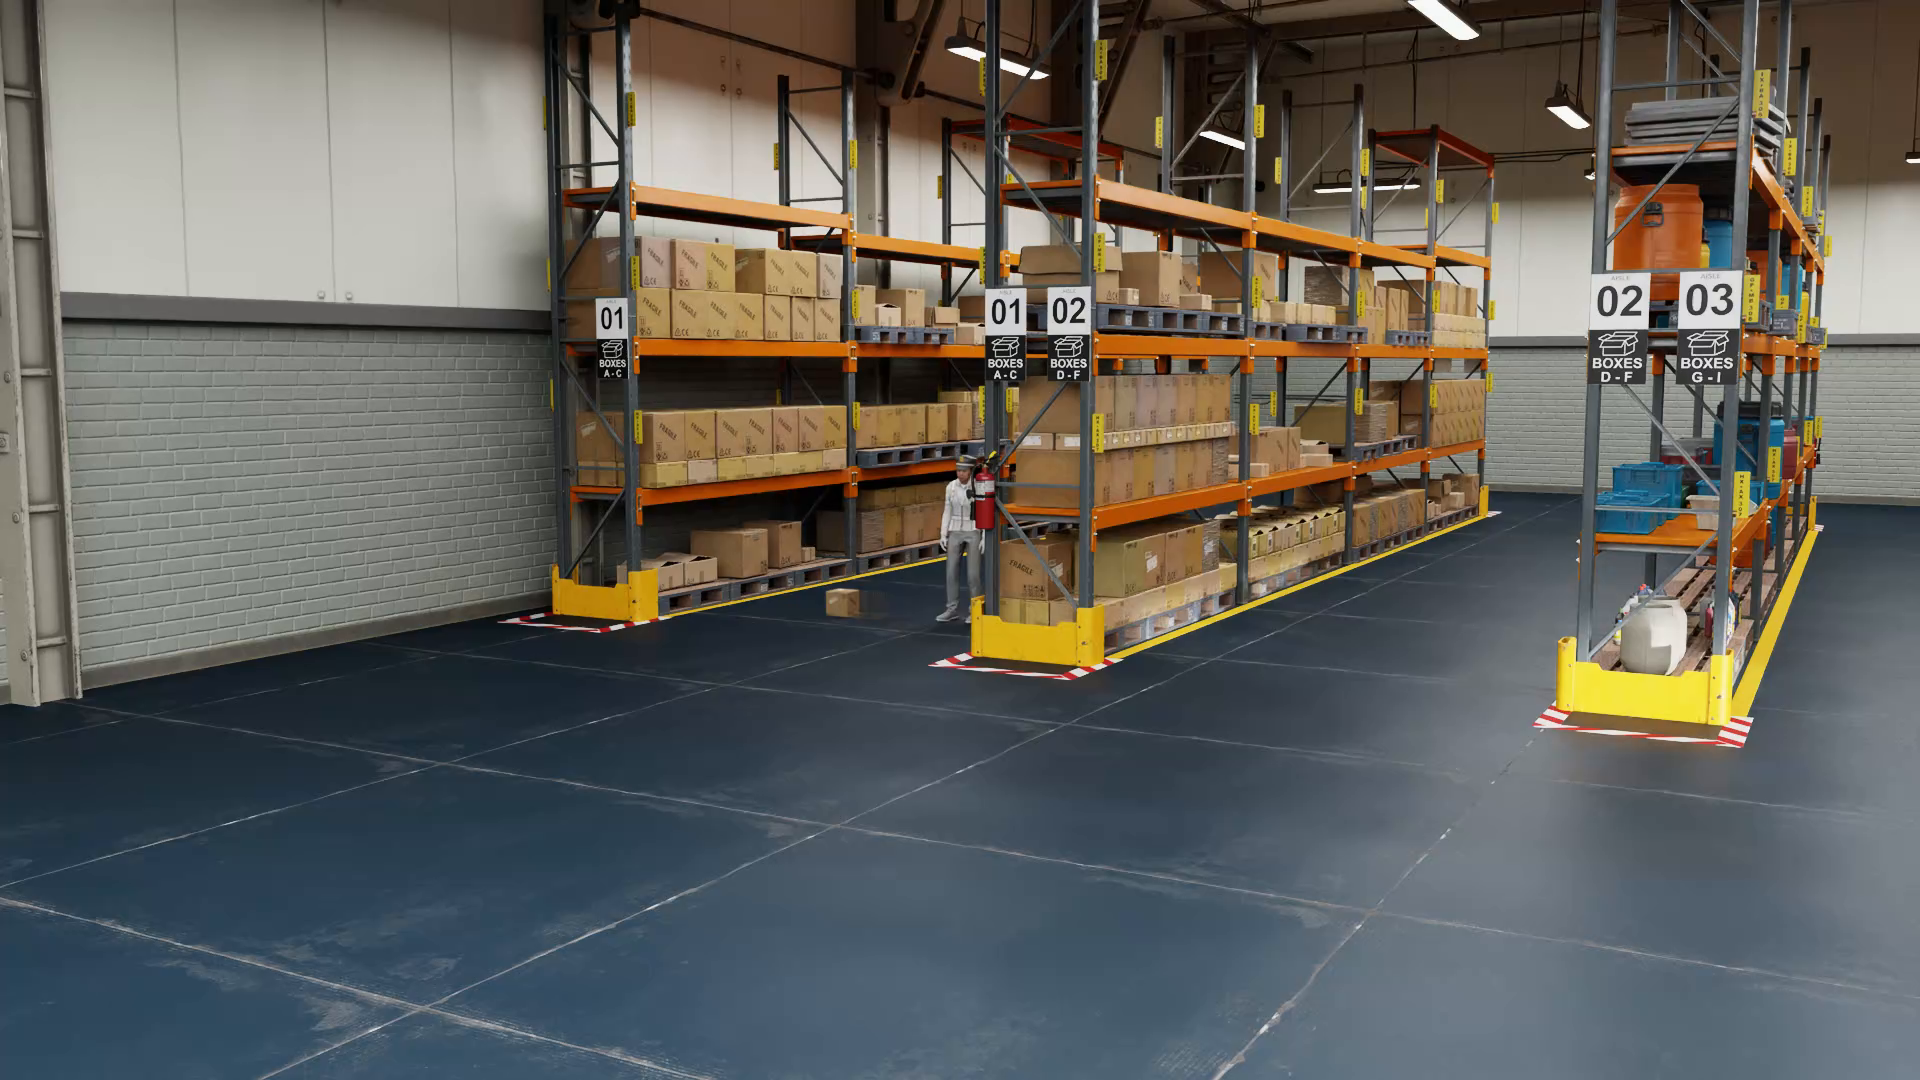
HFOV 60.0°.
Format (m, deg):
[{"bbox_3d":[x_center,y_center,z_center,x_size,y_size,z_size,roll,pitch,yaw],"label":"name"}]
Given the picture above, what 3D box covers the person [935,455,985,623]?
[{"bbox_3d":[0.051,-0.015,16.500,0.545,1.662,0.376,3,7,24],"label":"person"}]
